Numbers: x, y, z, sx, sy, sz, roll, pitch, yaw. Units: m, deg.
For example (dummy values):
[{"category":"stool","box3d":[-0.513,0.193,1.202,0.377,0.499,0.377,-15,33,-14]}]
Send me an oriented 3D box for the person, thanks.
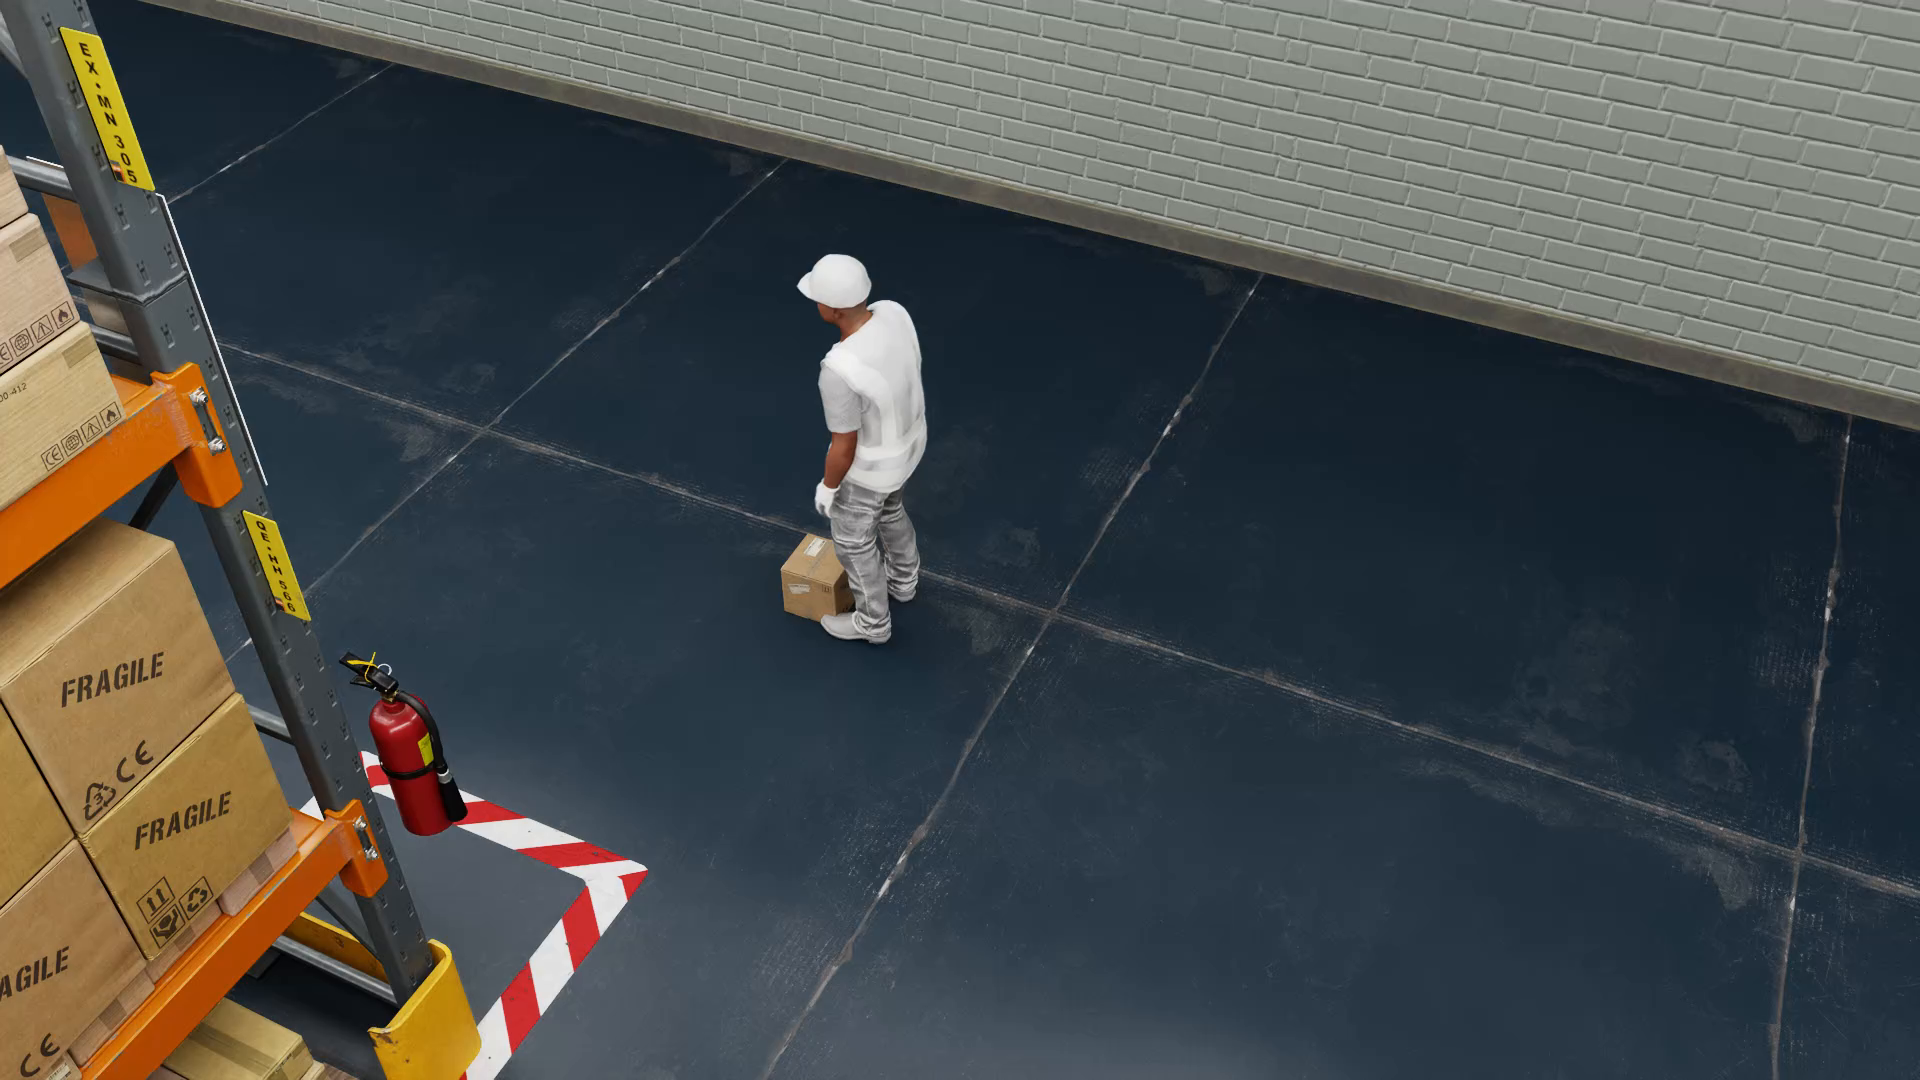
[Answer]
[{"category":"person","box3d":[-0.369,-0.344,6.538,0.446,1.774,0.619,18,45,19]}]
